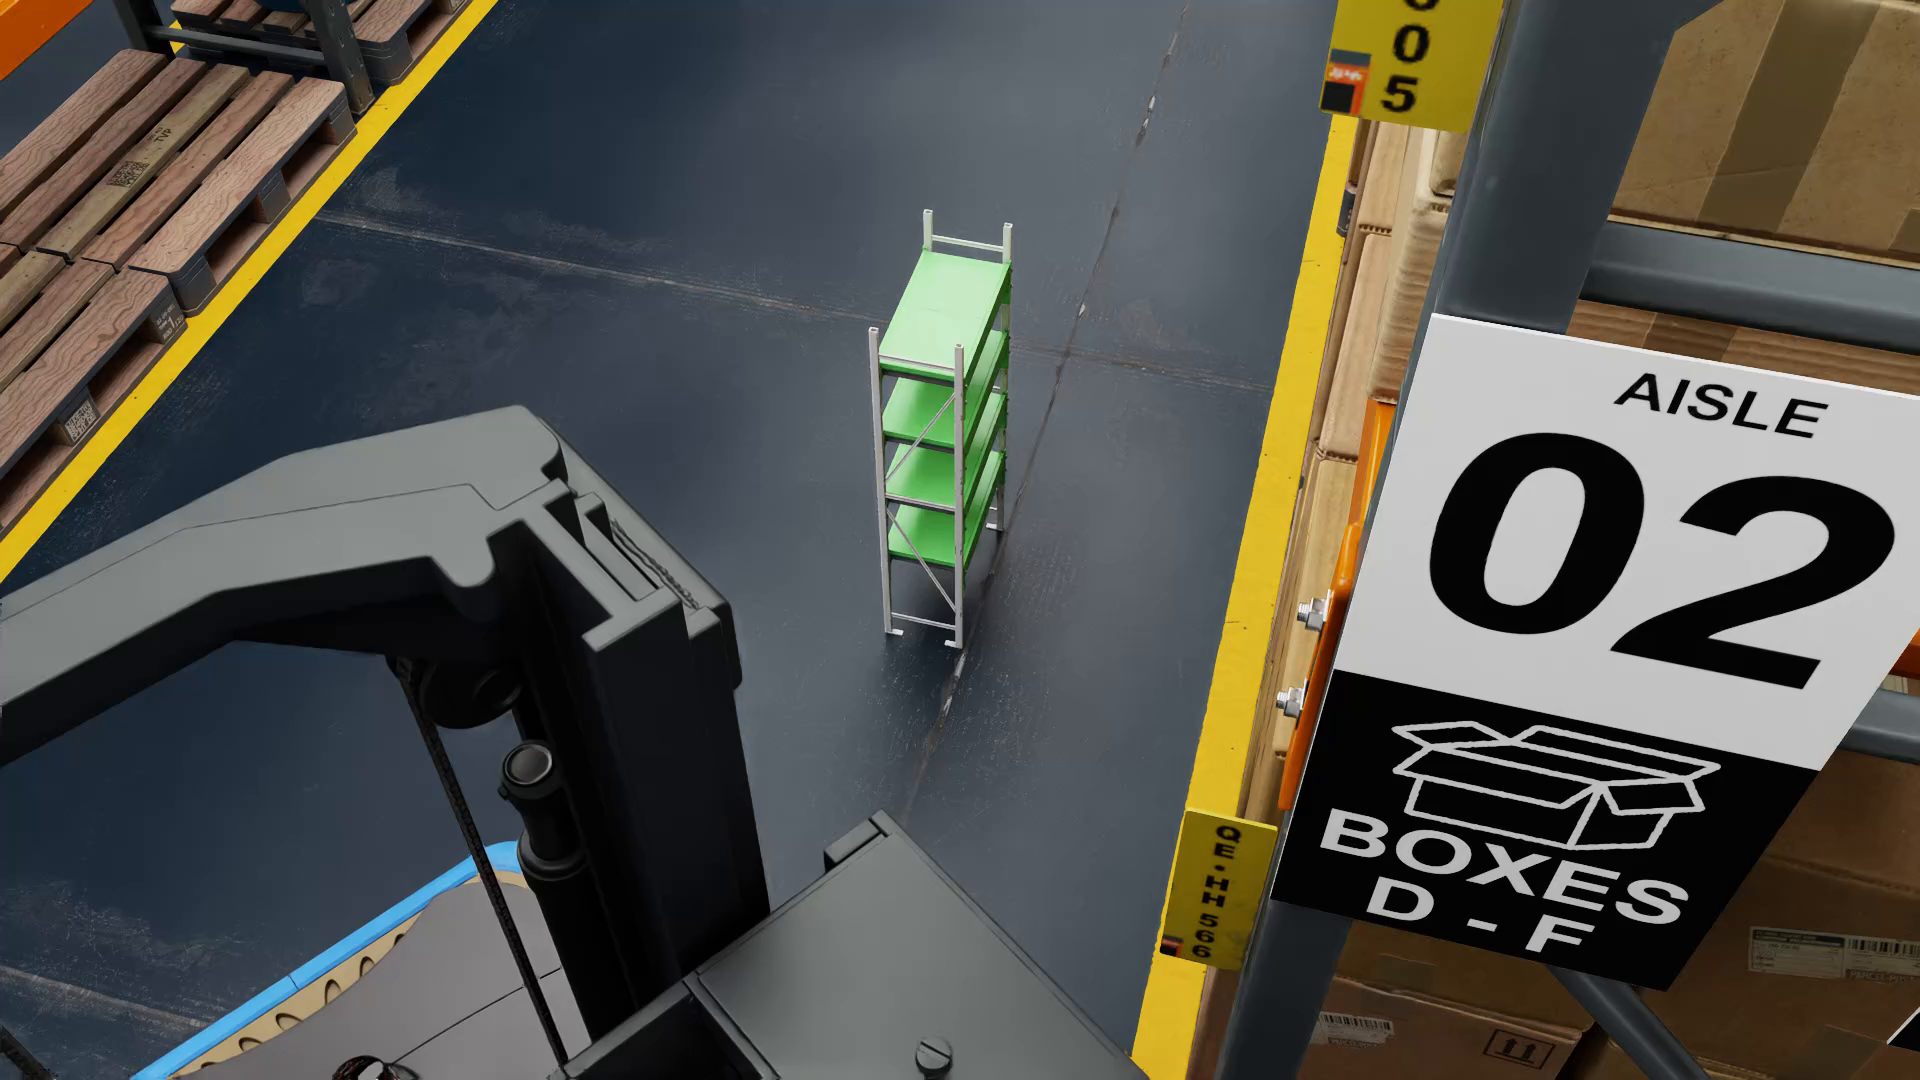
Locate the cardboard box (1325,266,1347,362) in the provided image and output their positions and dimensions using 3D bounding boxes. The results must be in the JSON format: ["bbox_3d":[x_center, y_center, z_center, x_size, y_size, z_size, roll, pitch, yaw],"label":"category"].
[{"bbox_3d":[1.080,-0.493,3.617,0.500,0.500,0.500,11,49,10],"label":"cardboard box"}]

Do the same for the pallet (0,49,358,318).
[{"bbox_3d":[-3.058,-1.393,6.338,1.003,0.211,1.213,12,50,10],"label":"pallet"}]

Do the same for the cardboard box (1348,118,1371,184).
[{"bbox_3d":[1.729,-1.607,6.041,0.500,0.500,0.500,11,50,10],"label":"cardboard box"}]

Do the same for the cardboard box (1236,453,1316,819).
[{"bbox_3d":[0.811,0.232,2.978,0.500,0.500,0.500,12,50,10],"label":"cardboard box"}]

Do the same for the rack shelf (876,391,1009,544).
[{"bbox_3d":[-0.044,-0.235,4.742,0.258,0.148,0.480,12,50,10],"label":"rack shelf"}]

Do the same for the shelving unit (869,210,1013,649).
[{"bbox_3d":[-0.044,-0.277,4.694,0.258,1.200,0.503,12,50,10],"label":"shelving unit"}]

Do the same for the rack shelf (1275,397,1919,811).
[{"bbox_3d":[1.349,-1.183,2.772,1.077,0.370,4.000,12,50,10],"label":"rack shelf"}]

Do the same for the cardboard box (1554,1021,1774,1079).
[{"bbox_3d":[1.194,0.716,2.550,0.500,0.500,0.500,13,50,11],"label":"cardboard box"}]

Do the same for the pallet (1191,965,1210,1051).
[{"bbox_3d":[1.052,1.309,3.954,1.003,0.211,1.213,12,50,10],"label":"pallet"}]

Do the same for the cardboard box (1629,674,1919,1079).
[{"bbox_3d":[1.194,0.385,2.176,0.500,0.500,0.500,13,50,11],"label":"cardboard box"}]

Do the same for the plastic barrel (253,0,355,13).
[{"bbox_3d":[-2.743,-2.690,6.743,0.600,0.901,0.708,12,50,10],"label":"plastic barrel"}]

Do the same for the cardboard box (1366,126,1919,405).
[{"bbox_3d":[0.703,-0.348,1.656,0.500,0.250,0.500,12,50,10],"label":"cardboard box"}]

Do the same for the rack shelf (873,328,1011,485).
[{"bbox_3d":[-0.044,-0.394,4.562,0.258,0.148,0.480,12,50,10],"label":"rack shelf"}]

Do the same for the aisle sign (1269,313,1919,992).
[{"bbox_3d":[0.509,0.147,1.386,0.394,0.787,0.004,12,50,10],"label":"aisle sign"}]

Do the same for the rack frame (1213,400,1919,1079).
[{"bbox_3d":[0.823,1.018,2.351,1.000,3.000,0.127,12,50,10],"label":"rack frame"}]

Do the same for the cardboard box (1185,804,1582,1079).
[{"bbox_3d":[0.678,0.608,2.646,0.500,0.500,0.500,13,50,11],"label":"cardboard box"}]

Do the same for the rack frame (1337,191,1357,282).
[{"bbox_3d":[1.875,-1.875,4.904,1.000,3.000,0.127,12,50,10],"label":"rack frame"}]

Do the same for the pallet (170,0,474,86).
[{"bbox_3d":[-2.659,-2.482,7.300,1.003,0.211,1.213,12,50,10],"label":"pallet"}]

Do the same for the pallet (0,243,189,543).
[{"bbox_3d":[-3.378,-0.508,5.557,1.003,0.211,1.213,12,50,10],"label":"pallet"}]

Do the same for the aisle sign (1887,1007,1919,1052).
[{"bbox_3d":[1.088,0.265,1.281,0.394,0.787,0.004,12,50,10],"label":"aisle sign"}]

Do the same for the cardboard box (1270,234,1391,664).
[{"bbox_3d":[0.807,-0.087,2.593,0.500,0.500,0.500,13,50,11],"label":"cardboard box"}]

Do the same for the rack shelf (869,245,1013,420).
[{"bbox_3d":[-0.044,-0.553,4.383,0.258,0.148,0.480,12,50,10],"label":"rack shelf"}]

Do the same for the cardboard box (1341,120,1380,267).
[{"bbox_3d":[1.074,-0.835,3.253,0.500,0.500,0.500,13,50,11],"label":"cardboard box"}]

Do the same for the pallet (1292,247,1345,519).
[{"bbox_3d":[1.694,-0.456,5.511,1.003,0.211,1.213,12,50,10],"label":"pallet"}]

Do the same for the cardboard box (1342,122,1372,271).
[{"bbox_3d":[1.213,-0.861,3.942,0.500,0.500,0.500,11,50,10],"label":"cardboard box"}]

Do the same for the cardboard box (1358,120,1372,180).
[{"bbox_3d":[1.347,-1.222,4.261,0.500,0.500,0.500,12,50,11],"label":"cardboard box"}]

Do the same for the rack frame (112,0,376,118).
[{"bbox_3d":[-2.902,-2.855,5.769,1.000,3.000,0.127,12,50,10],"label":"rack frame"}]

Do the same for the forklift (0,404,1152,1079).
[{"bbox_3d":[-0.283,1.389,2.069,1.130,2.935,3.031,-33,56,-26],"label":"forklift"}]

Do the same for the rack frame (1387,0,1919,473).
[{"bbox_3d":[0.823,-0.967,0.101,1.000,3.000,0.127,12,50,10],"label":"rack frame"}]

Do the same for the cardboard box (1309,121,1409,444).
[{"bbox_3d":[0.939,-0.463,2.925,0.500,0.500,0.500,13,50,11],"label":"cardboard box"}]

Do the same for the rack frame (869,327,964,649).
[{"bbox_3d":[-0.108,-0.101,4.539,0.240,1.200,0.015,12,50,10],"label":"rack frame"}]

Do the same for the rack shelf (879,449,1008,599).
[{"bbox_3d":[-0.044,-0.076,4.922,0.258,0.148,0.480,12,50,10],"label":"rack shelf"}]

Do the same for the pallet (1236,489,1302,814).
[{"bbox_3d":[1.375,0.430,4.730,1.003,0.211,1.213,12,50,10],"label":"pallet"}]

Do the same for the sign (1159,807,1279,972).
[{"bbox_3d":[0.292,0.407,1.907,0.100,0.325,0.005,12,50,10],"label":"sign"}]

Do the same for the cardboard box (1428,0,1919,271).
[{"bbox_3d":[0.712,-0.512,1.467,0.500,0.250,0.500,12,50,10],"label":"cardboard box"}]

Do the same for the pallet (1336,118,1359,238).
[{"bbox_3d":[2.053,-1.548,6.475,1.003,0.211,1.213,12,50,10],"label":"pallet"}]

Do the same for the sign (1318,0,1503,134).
[{"bbox_3d":[0.292,-0.391,1.003,0.100,0.325,0.005,12,50,10],"label":"sign"}]

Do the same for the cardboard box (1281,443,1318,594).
[{"bbox_3d":[0.948,-0.128,3.296,0.500,0.500,0.500,12,50,10],"label":"cardboard box"}]

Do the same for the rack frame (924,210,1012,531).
[{"bbox_3d":[0.021,-0.454,4.850,0.240,1.200,0.015,12,50,10],"label":"rack frame"}]

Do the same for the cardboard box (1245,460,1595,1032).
[{"bbox_3d":[0.674,0.278,2.270,0.500,0.500,0.500,11,50,10],"label":"cardboard box"}]
